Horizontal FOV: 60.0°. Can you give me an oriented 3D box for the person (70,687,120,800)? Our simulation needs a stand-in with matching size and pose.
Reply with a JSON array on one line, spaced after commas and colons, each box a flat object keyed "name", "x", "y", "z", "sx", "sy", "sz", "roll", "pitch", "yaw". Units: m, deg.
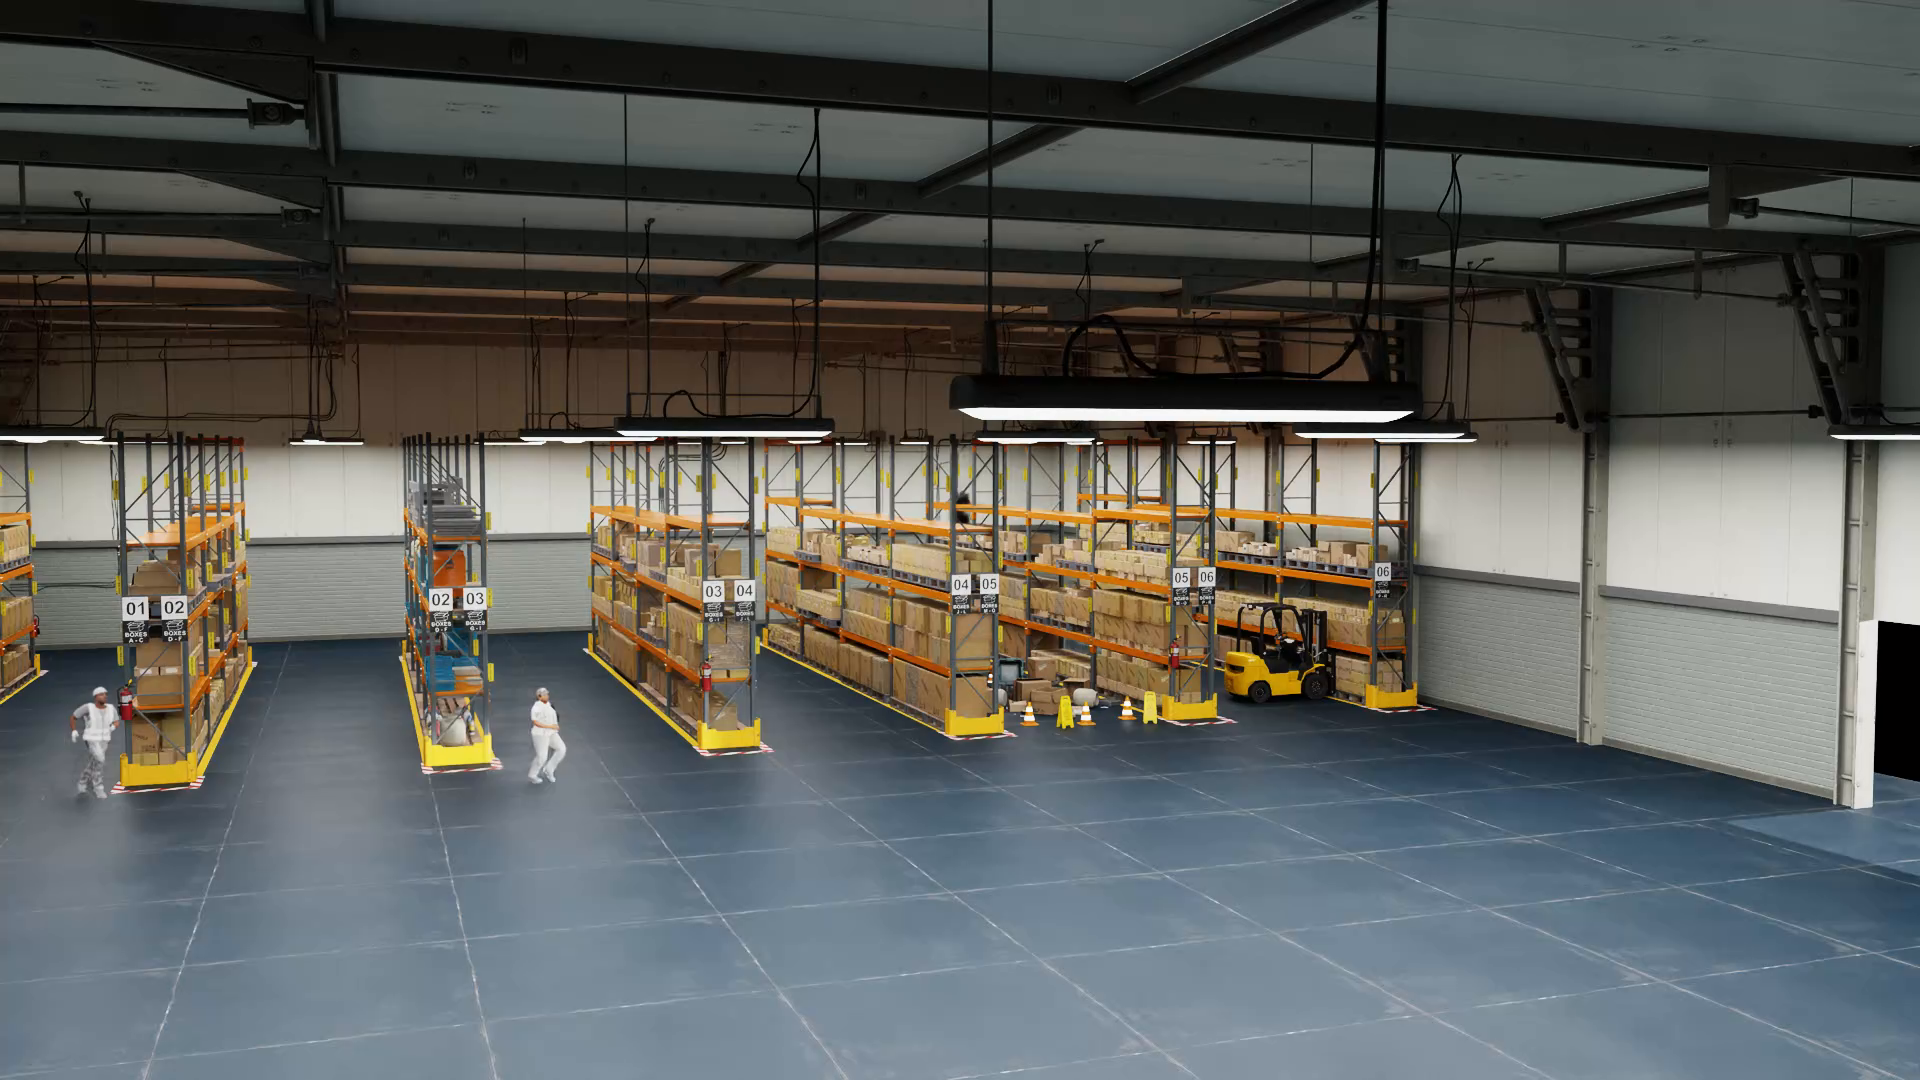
[{"name": "person", "x": -14.145, "y": 3.312, "z": 27.332, "sx": 0.821, "sy": 1.772, "sz": 0.704, "roll": 2, "pitch": 4, "yaw": 29}]

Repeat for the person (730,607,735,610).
[{"name": "person", "x": -6.630, "y": 2.168, "z": 48.437, "sx": 0.727, "sy": 1.826, "sz": 0.941, "roll": 2, "pitch": 4, "yaw": 32}]

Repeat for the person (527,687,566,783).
[{"name": "person", "x": -7.077, "y": 3.335, "z": 28.386, "sx": 0.655, "sy": 1.652, "sz": 0.611, "roll": 1, "pitch": 3, "yaw": 21}]
